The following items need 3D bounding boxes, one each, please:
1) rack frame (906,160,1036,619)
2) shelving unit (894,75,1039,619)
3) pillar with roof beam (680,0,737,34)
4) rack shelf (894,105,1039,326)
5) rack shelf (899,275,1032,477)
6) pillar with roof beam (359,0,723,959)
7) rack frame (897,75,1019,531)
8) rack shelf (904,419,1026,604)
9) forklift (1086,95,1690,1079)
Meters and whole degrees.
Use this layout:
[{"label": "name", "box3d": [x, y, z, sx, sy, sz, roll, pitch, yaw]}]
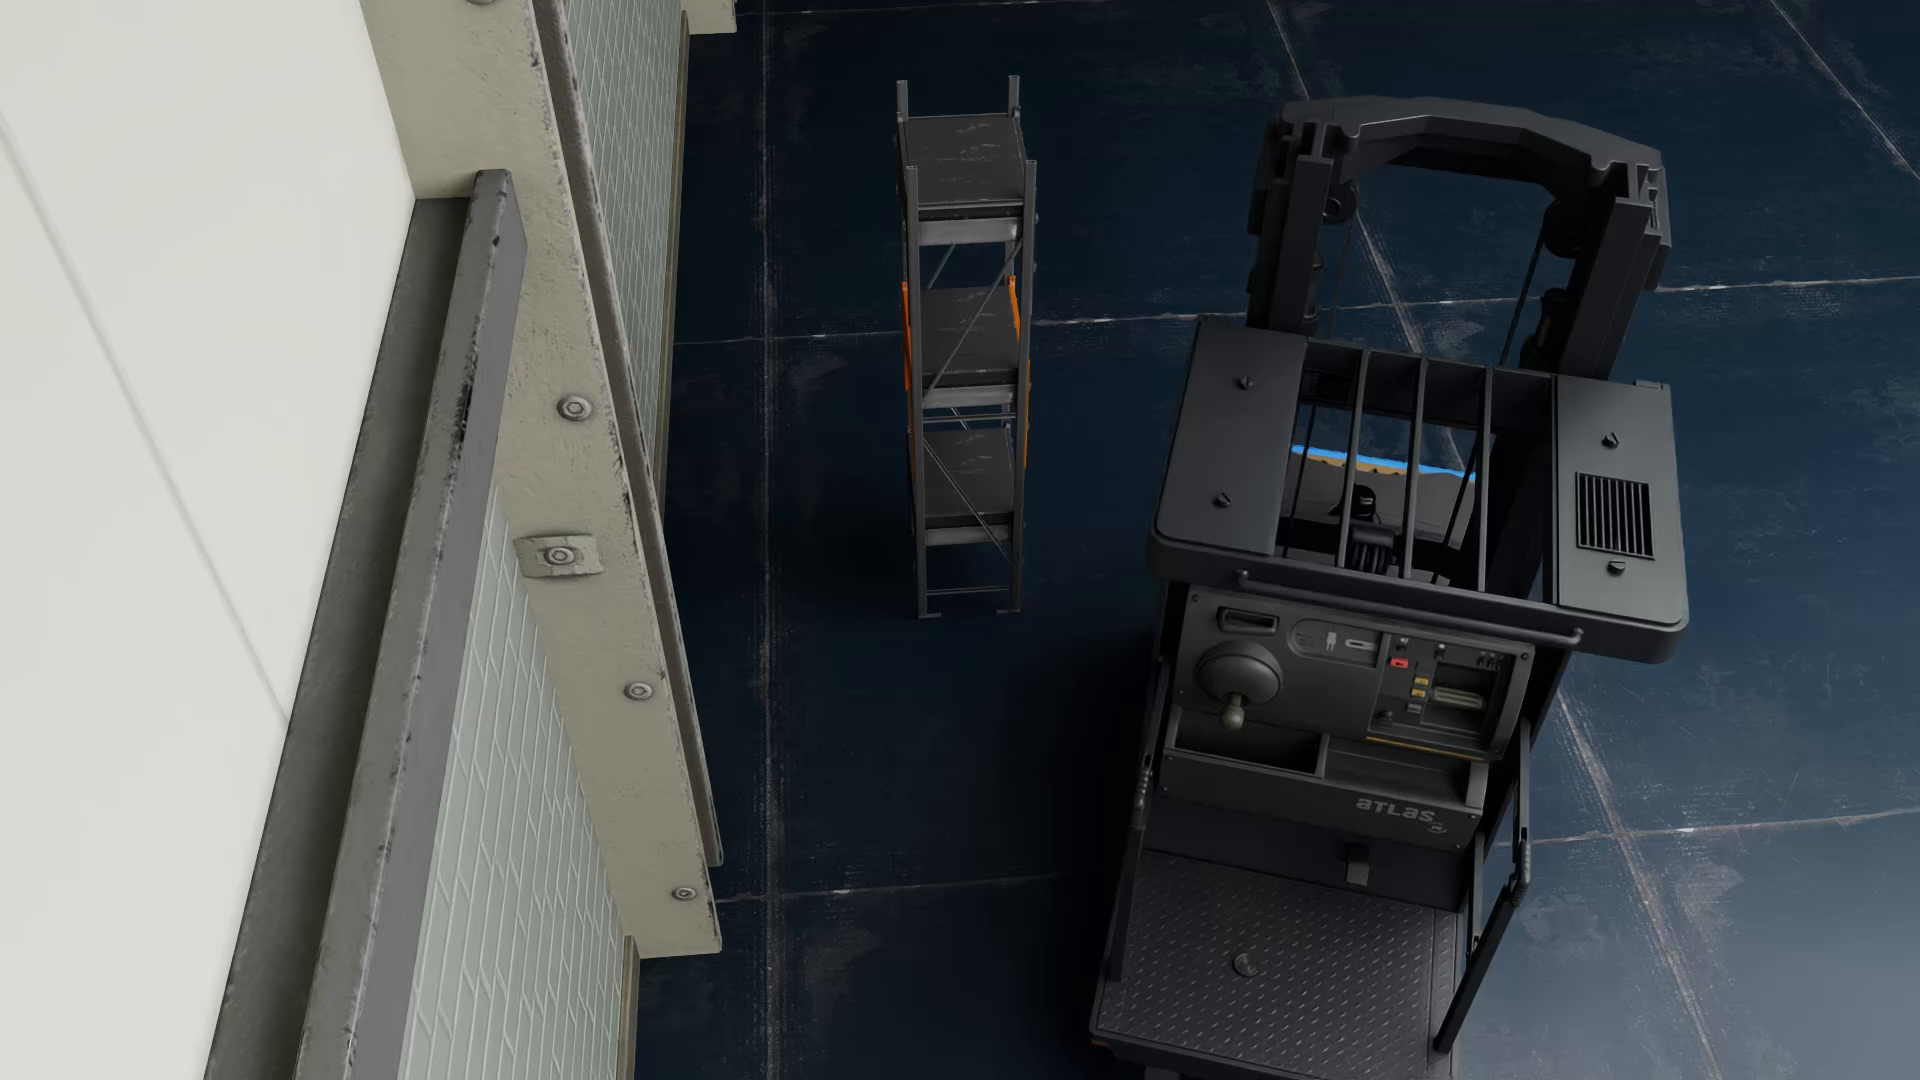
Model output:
[{"label": "rack frame", "box3d": [0.034, -0.426, 5.844, 0.400, 2.100, 0.015, -3, 47, -3]}, {"label": "shelving unit", "box3d": [0.014, -0.602, 6.011, 0.431, 2.100, 0.503, -3, 47, -3]}, {"label": "pillar with roof beam", "box3d": [2.817, -6.449, 6.796, 9.100, 9.000, 0.400, -3, 47, -3]}, {"label": "rack shelf", "box3d": [0.014, -1.074, 5.512, 0.431, 0.518, 0.480, -3, 47, -3]}, {"label": "rack shelf", "box3d": [0.014, -0.593, 6.021, 0.431, 0.518, 0.480, -3, 47, -3]}, {"label": "pillar with roof beam", "box3d": [3.319, -2.108, 2.685, 9.100, 9.000, 0.400, -3, 47, -3]}, {"label": "rack frame", "box3d": [-0.007, -0.779, 6.178, 0.400, 2.100, 0.015, -3, 47, -3]}, {"label": "rack shelf", "box3d": [0.014, -0.112, 6.529, 0.431, 0.518, 0.480, -3, 47, -3]}, {"label": "forklift", "box3d": [1.023, 0.474, 4.419, 1.130, 2.935, 3.031, 10, 47, 9]}]
